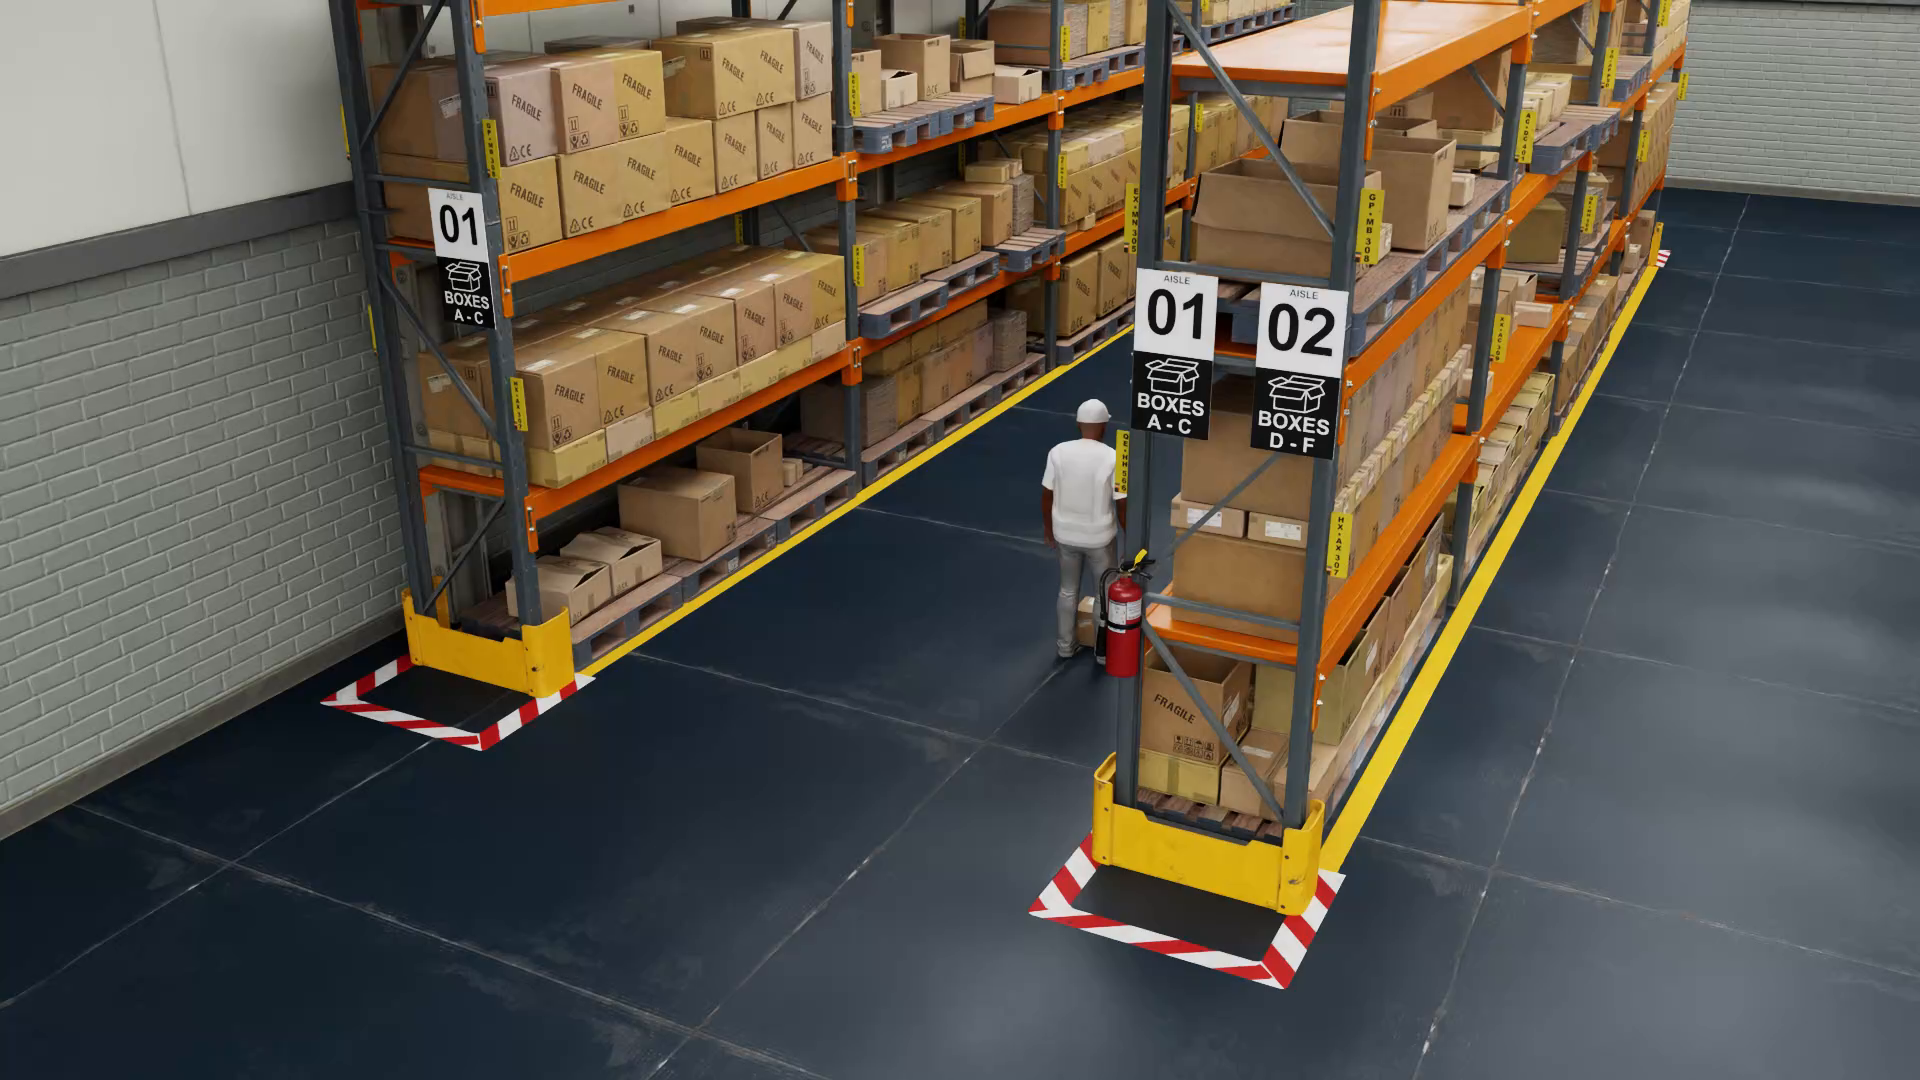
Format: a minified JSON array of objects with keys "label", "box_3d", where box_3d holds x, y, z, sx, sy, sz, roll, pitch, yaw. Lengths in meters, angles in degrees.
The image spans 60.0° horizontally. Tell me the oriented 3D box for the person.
[{"label":"person","box_3d":[0.840,-0.055,10.859,0.633,1.760,0.463,11,25,24]}]
